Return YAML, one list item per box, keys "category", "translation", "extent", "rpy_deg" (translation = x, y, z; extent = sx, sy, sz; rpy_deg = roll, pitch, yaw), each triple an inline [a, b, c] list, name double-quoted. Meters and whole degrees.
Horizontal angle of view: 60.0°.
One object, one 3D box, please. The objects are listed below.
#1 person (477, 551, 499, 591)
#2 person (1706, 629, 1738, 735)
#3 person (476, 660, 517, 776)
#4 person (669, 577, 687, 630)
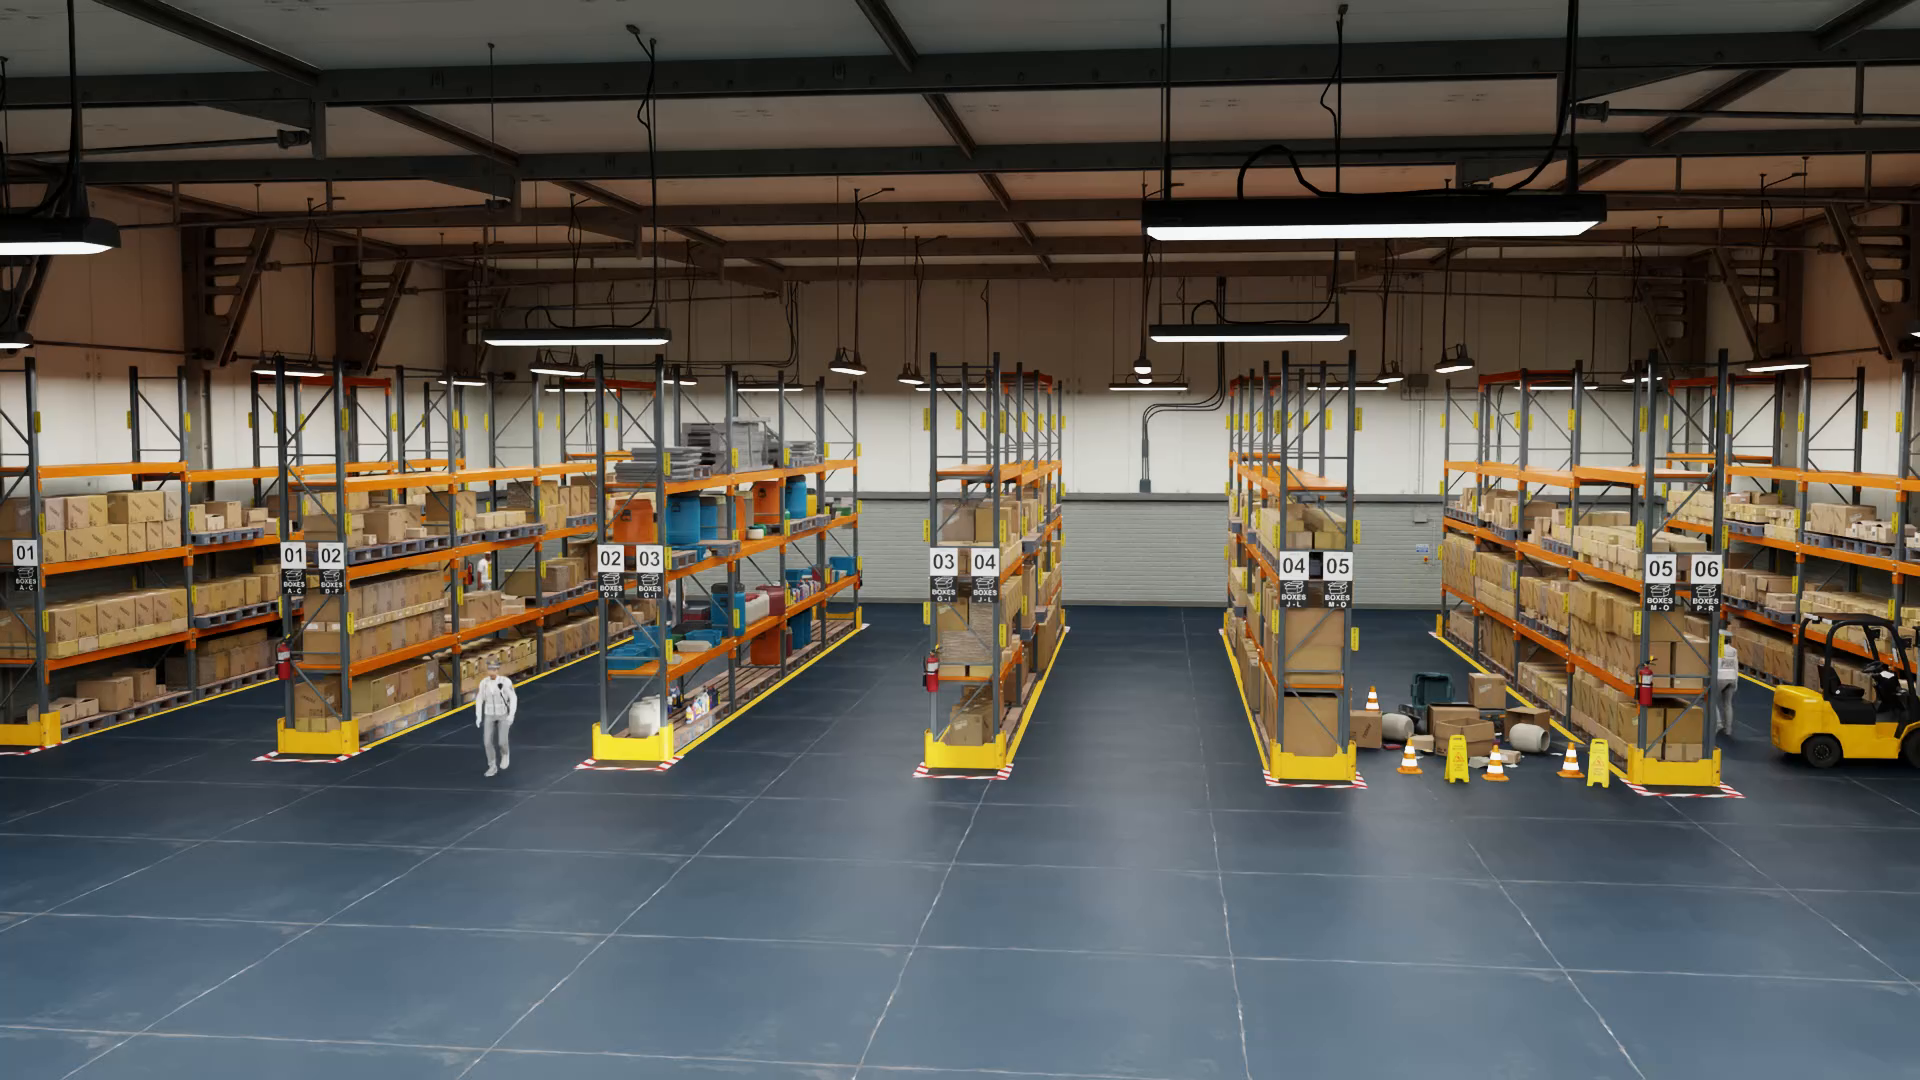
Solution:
- category: "person"
  translation: [-12.119, 1.088, 42.770]
  extent: [0.449, 1.755, 0.581]
  rpy_deg: [1, 4, 17]
- category: "person"
  translation: [12.238, 2.290, 26.665]
  extent: [0.519, 1.707, 0.344]
  rpy_deg: [-1, 4, -18]
- category: "person"
  translation: [-6.606, 2.510, 23.748]
  extent: [0.583, 1.655, 0.549]
  rpy_deg: [0, 4, 2]
- category: "person"
  translation: [-6.444, 1.433, 38.011]
  extent: [0.381, 1.814, 0.663]
  rpy_deg: [-3, 5, -37]
